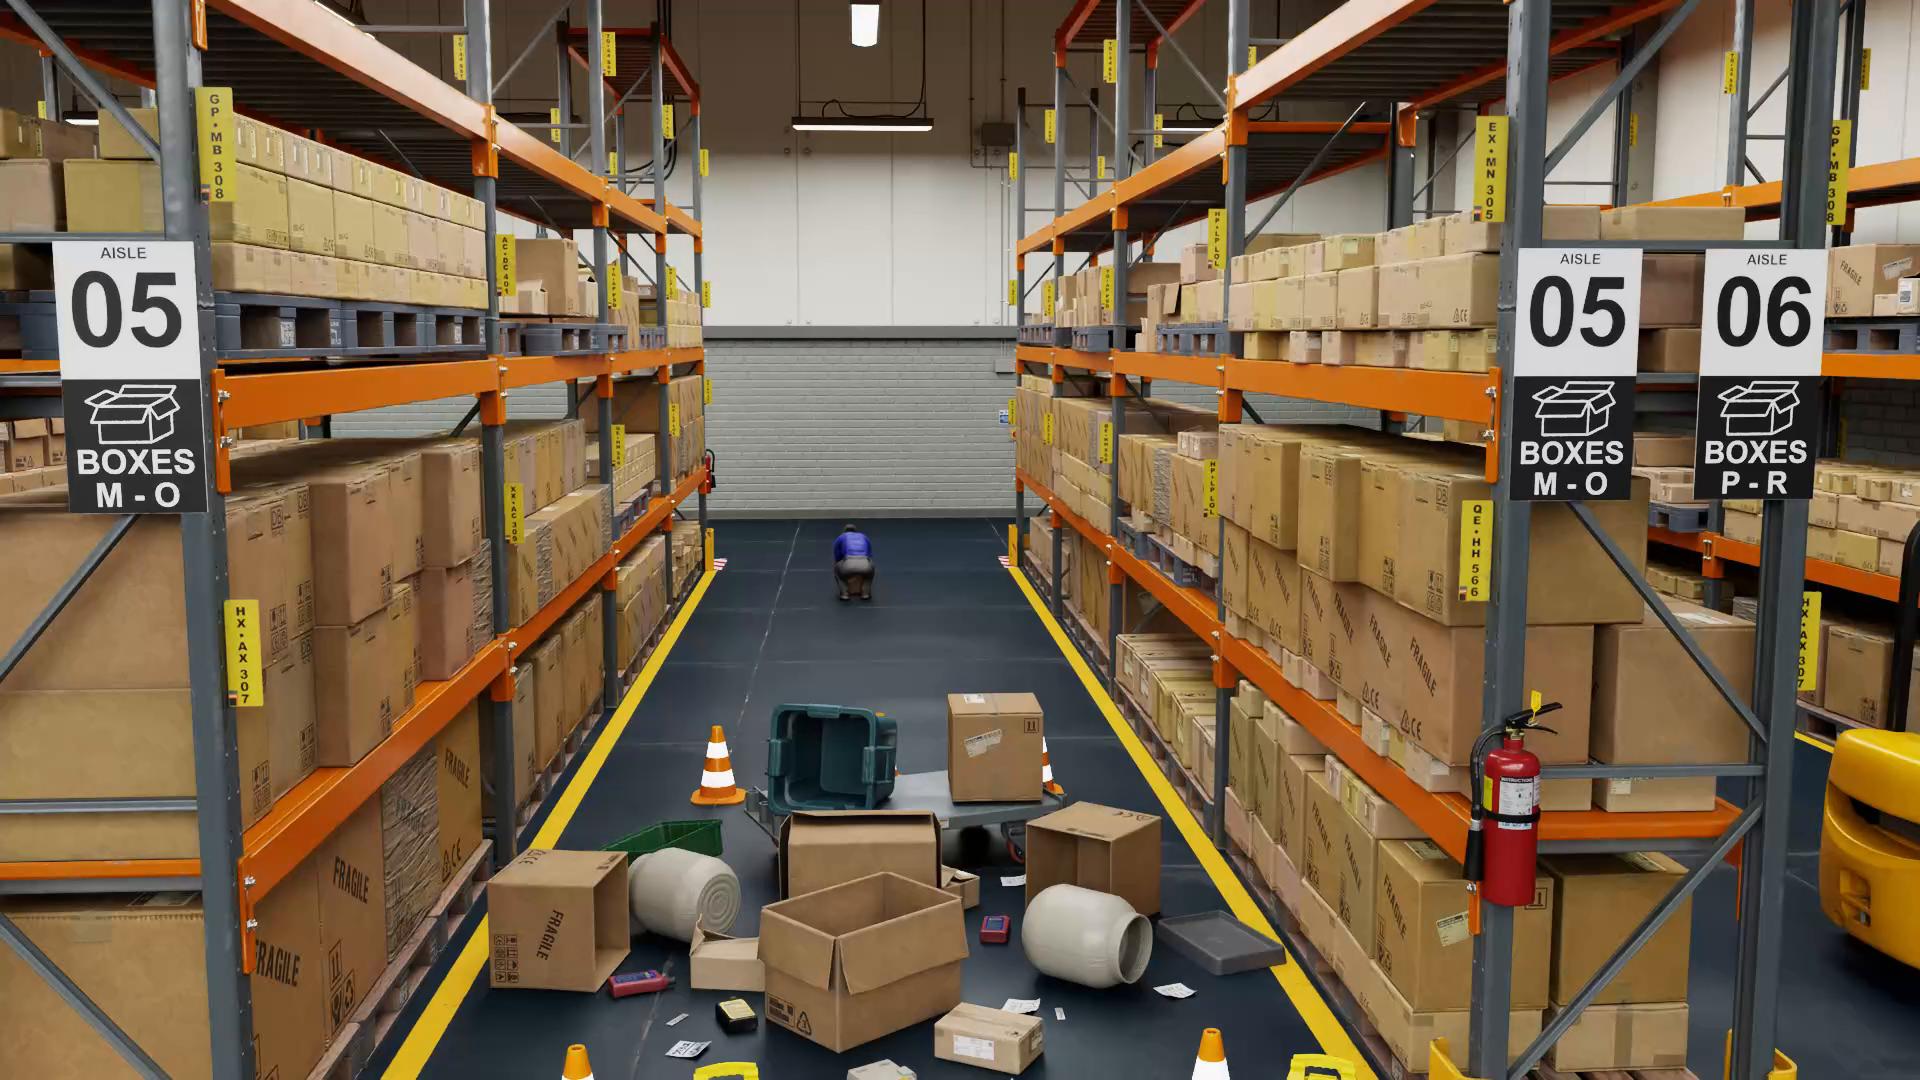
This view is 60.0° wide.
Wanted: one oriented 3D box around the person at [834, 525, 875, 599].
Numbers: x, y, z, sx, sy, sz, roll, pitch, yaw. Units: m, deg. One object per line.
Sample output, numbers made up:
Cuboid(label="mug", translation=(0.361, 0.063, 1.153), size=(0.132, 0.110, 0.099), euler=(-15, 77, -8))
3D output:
Cuboid(label="person", translation=(-1.193, 0.255, 18.803), size=(0.471, 0.810, 0.811), euler=(0, 7, -4))
